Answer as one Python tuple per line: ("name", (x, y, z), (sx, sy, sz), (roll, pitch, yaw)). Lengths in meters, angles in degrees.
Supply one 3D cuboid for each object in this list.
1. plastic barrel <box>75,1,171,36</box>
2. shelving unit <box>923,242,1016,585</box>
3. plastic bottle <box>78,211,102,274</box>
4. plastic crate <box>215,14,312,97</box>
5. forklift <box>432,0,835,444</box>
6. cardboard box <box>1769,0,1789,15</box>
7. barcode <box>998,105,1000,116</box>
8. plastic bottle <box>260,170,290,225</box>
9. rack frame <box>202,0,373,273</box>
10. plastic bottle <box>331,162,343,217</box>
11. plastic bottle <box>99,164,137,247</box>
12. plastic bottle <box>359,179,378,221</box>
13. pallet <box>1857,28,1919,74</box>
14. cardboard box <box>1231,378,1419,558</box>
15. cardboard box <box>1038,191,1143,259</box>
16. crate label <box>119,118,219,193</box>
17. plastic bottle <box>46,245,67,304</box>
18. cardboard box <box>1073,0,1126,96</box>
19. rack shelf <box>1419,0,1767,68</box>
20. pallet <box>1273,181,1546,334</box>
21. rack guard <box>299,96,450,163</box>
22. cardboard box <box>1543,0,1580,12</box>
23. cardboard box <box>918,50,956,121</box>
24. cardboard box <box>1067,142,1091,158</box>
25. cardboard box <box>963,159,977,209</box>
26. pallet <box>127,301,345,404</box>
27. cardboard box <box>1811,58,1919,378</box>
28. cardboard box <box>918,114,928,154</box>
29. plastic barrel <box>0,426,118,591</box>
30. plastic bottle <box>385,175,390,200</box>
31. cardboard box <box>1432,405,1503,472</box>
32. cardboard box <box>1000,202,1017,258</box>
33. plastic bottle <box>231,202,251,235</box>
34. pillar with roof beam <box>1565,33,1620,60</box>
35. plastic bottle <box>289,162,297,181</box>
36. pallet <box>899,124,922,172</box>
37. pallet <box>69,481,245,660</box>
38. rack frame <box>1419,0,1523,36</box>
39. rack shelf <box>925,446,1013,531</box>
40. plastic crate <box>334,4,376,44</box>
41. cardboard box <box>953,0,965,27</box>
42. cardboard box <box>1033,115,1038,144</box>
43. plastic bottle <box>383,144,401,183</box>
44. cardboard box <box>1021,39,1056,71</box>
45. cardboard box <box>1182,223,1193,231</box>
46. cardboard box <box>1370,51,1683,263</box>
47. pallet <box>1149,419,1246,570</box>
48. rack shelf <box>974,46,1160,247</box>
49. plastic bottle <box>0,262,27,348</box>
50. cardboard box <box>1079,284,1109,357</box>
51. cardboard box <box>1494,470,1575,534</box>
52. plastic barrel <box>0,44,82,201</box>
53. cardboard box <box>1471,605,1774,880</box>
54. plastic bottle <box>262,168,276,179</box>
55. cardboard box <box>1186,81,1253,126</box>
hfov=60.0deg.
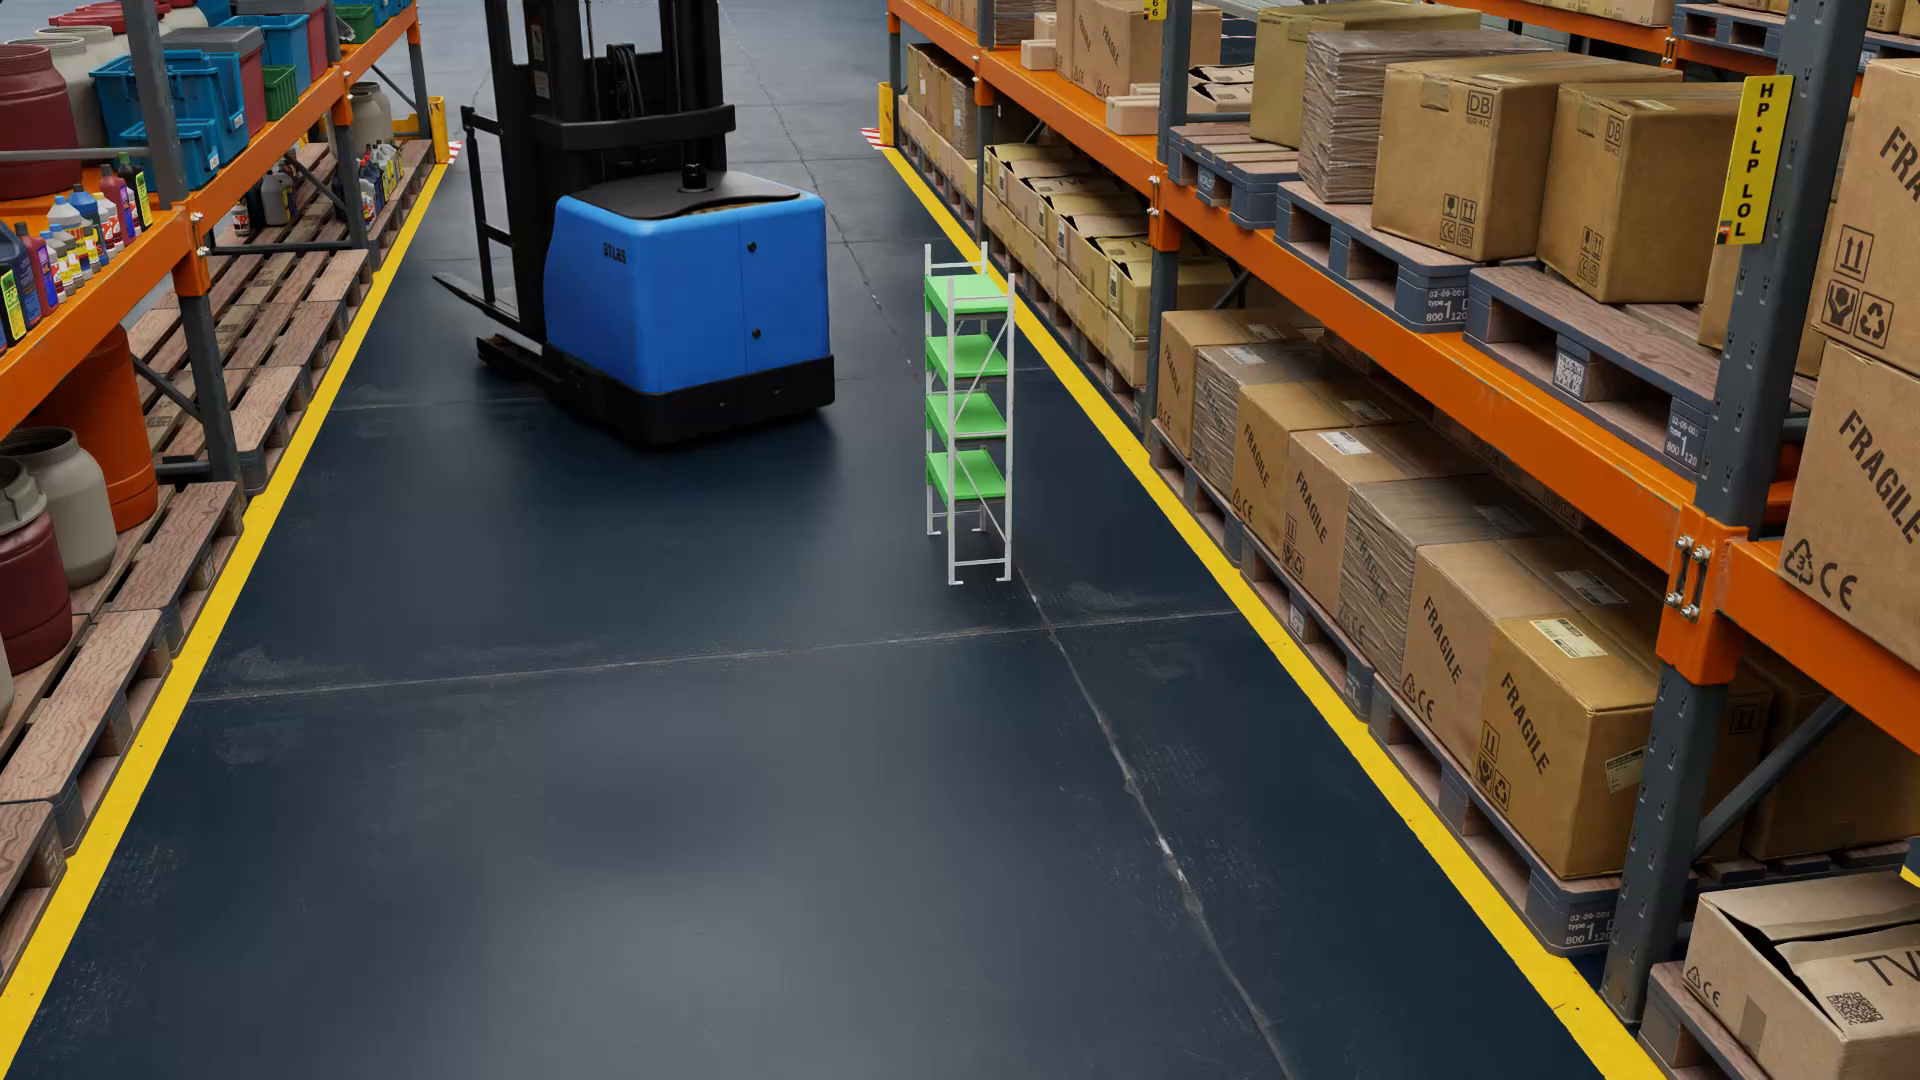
("plastic barrel", (-4.156, -2.414, 8.359), (0.433, 0.535, 0.433), (0, 24, 0))
("shelving unit", (0.031, -0.485, 6.361), (0.258, 1.200, 0.503), (-4, 24, -10))
("plastic bottle", (-2.920, -0.988, 5.513), (0.097, 0.201, 0.097), (0, 24, 0))
("plastic crate", (-3.744, -2.614, 9.008), (0.392, 0.384, 0.575), (-4, 24, -10))
("forklift", (-1.910, -2.303, 8.361), (1.130, 2.935, 3.031), (-17, 29, -34))
("cardboard box", (5.640, -3.590, 10.548), (0.700, 0.500, 0.500), (-2, 24, -4))
("barcode", (0.253, -2.762, 10.701), (0.001, 0.075, 0.075), (-4, 24, -10))
("plastic bottle", (-4.514, -2.263, 10.943), (0.144, 0.351, 0.185), (-4, 24, -10))
("rack frame", (-4.253, -3.032, 9.946), (1.000, 3.000, 0.127), (-4, 24, -10))
("plastic bottle", (-4.137, -2.358, 11.161), (0.144, 0.351, 0.185), (-4, 24, -10))
("plastic bottle", (-2.977, -1.187, 5.867), (0.061, 0.283, 0.133), (-4, 24, -10))
("plastic bottle", (-3.968, -2.269, 11.050), (0.152, 0.276, 0.135), (-3, 24, -8))
("pallet", (5.816, -2.880, 9.836), (1.003, 0.211, 1.213), (-4, 24, -10))
("cardboard box", (1.348, -0.277, 6.210), (0.500, 0.500, 0.500), (-5, 24, -10))
("cardboard box", (0.732, -1.801, 9.337), (0.500, 0.311, 0.500), (-4, 24, -8))
("crate label", (-3.223, -1.576, 6.820), (0.303, 0.233, 0.416), (-4, 24, -10))
("plastic bottle", (-2.848, -0.835, 5.162), (0.097, 0.201, 0.097), (0, 24, 0))
("cardboard box", (0.931, -2.736, 9.142), (0.500, 0.500, 0.500), (-4, 24, -10))
("rack shelf", (5.113, -4.223, 13.570), (1.077, 0.370, 4.000), (-4, 24, -10))
("pallet", (1.719, -0.972, 5.467), (1.003, 0.211, 1.213), (-4, 24, -10))
("rack guard", (-4.933, -3.434, 13.988), (1.175, 0.500, 0.348), (-4, 24, -10))
("cardboard box", (4.905, -4.263, 12.926), (0.500, 0.250, 0.500), (-4, 24, -10))
("cardboard box", (-0.044, -3.627, 13.281), (0.500, 0.500, 0.500), (-4, 24, -10))
("cardboard box", (0.972, -2.449, 10.819), (0.500, 0.311, 0.500), (-4, 24, -10))
("cardboard box", (0.315, -2.496, 11.628), (0.500, 0.250, 0.500), (-4, 24, -10))
("pallet", (-3.841, -0.968, 8.702), (1.003, 0.211, 1.213), (-4, 24, -10))
("cardboard box", (1.905, -0.549, 2.885), (0.500, 0.500, 0.500), (-4, 24, -8))
("cardboard box", (-0.056, -3.283, 13.430), (0.500, 0.250, 0.500), (-4, 24, -10))
("plastic barrel", (-3.214, -0.105, 5.826), (0.421, 0.512, 0.421), (0, 24, 0))
("plastic bottle", (-4.059, -2.487, 11.644), (0.097, 0.201, 0.097), (0, 24, 0))
("cardboard box", (1.966, -0.450, 5.668), (0.500, 0.250, 0.500), (-5, 24, -11))
("cardboard box", (0.540, -1.952, 10.382), (0.500, 0.250, 0.500), (-4, 24, -8))
("plastic bottle", (-4.627, -2.071, 10.692), (0.097, 0.201, 0.097), (0, 24, 0))
("pillar with roof beam", (1.492, -7.558, 12.813), (9.100, 9.000, 0.400), (-4, 24, -10))
("plastic bottle", (-4.945, -2.748, 12.241), (0.097, 0.201, 0.097), (0, 24, 0))
("pallet", (0.058, -3.395, 14.260), (1.003, 0.211, 1.213), (-4, 24, -10))
("pallet", (-3.327, 0.126, 6.198), (1.003, 0.211, 1.213), (-4, 24, -10))
("rack frame", (4.743, -5.339, 15.227), (1.000, 3.000, 0.127), (-4, 24, -10))
("rack shelf", (0.031, -0.206, 6.482), (0.258, 0.148, 0.480), (-4, 24, -10))
("plastic crate", (-4.227, -3.490, 11.258), (0.450, 0.188, 0.662), (-4, 24, -10))
("cardboard box", (0.334, -4.022, 12.087), (0.700, 0.500, 0.500), (-4, 24, -9))
("cardboard box", (0.737, -3.075, 12.017), (0.500, 0.500, 0.500), (-4, 24, -10))
("plastic bottle", (-4.203, -2.768, 12.194), (0.152, 0.276, 0.135), (-4, 24, -9))
("cardboard box", (0.578, -2.919, 9.999), (0.380, 0.149, 0.250), (-4, 24, -10))
("cardboard box", (1.349, -1.648, 8.986), (0.500, 0.311, 0.500), (-5, 24, -11))
("cardboard box", (1.707, -1.180, 5.053), (0.700, 0.500, 0.500), (-11, 26, -23))
("pallet", (1.456, -0.250, 7.058), (1.003, 0.211, 1.213), (-4, 24, -10))
("rack shelf", (0.985, -2.281, 9.124), (1.077, 0.370, 4.000), (-4, 24, -10))
("plastic bottle", (-2.749, -0.703, 4.758), (0.061, 0.283, 0.133), (-4, 24, -10))
("cardboard box", (0.919, -1.148, 8.542), (0.500, 0.250, 0.500), (-5, 24, -10))
("cardboard box", (2.050, 0.079, 5.396), (0.500, 0.500, 0.500), (-4, 24, -9))
("plastic barrel", (-3.897, -1.682, 6.682), (0.600, 0.536, 0.708), (-4, 24, -10))
("cardboard box", (1.722, 0.520, 4.385), (0.500, 0.500, 0.500), (-4, 24, -10))
("plastic bottle", (-4.751, -2.455, 11.383), (0.144, 0.351, 0.185), (-4, 24, -10))
("cardboard box", (1.331, -1.930, 7.532), (0.500, 0.311, 0.500), (-3, 24, -6))
